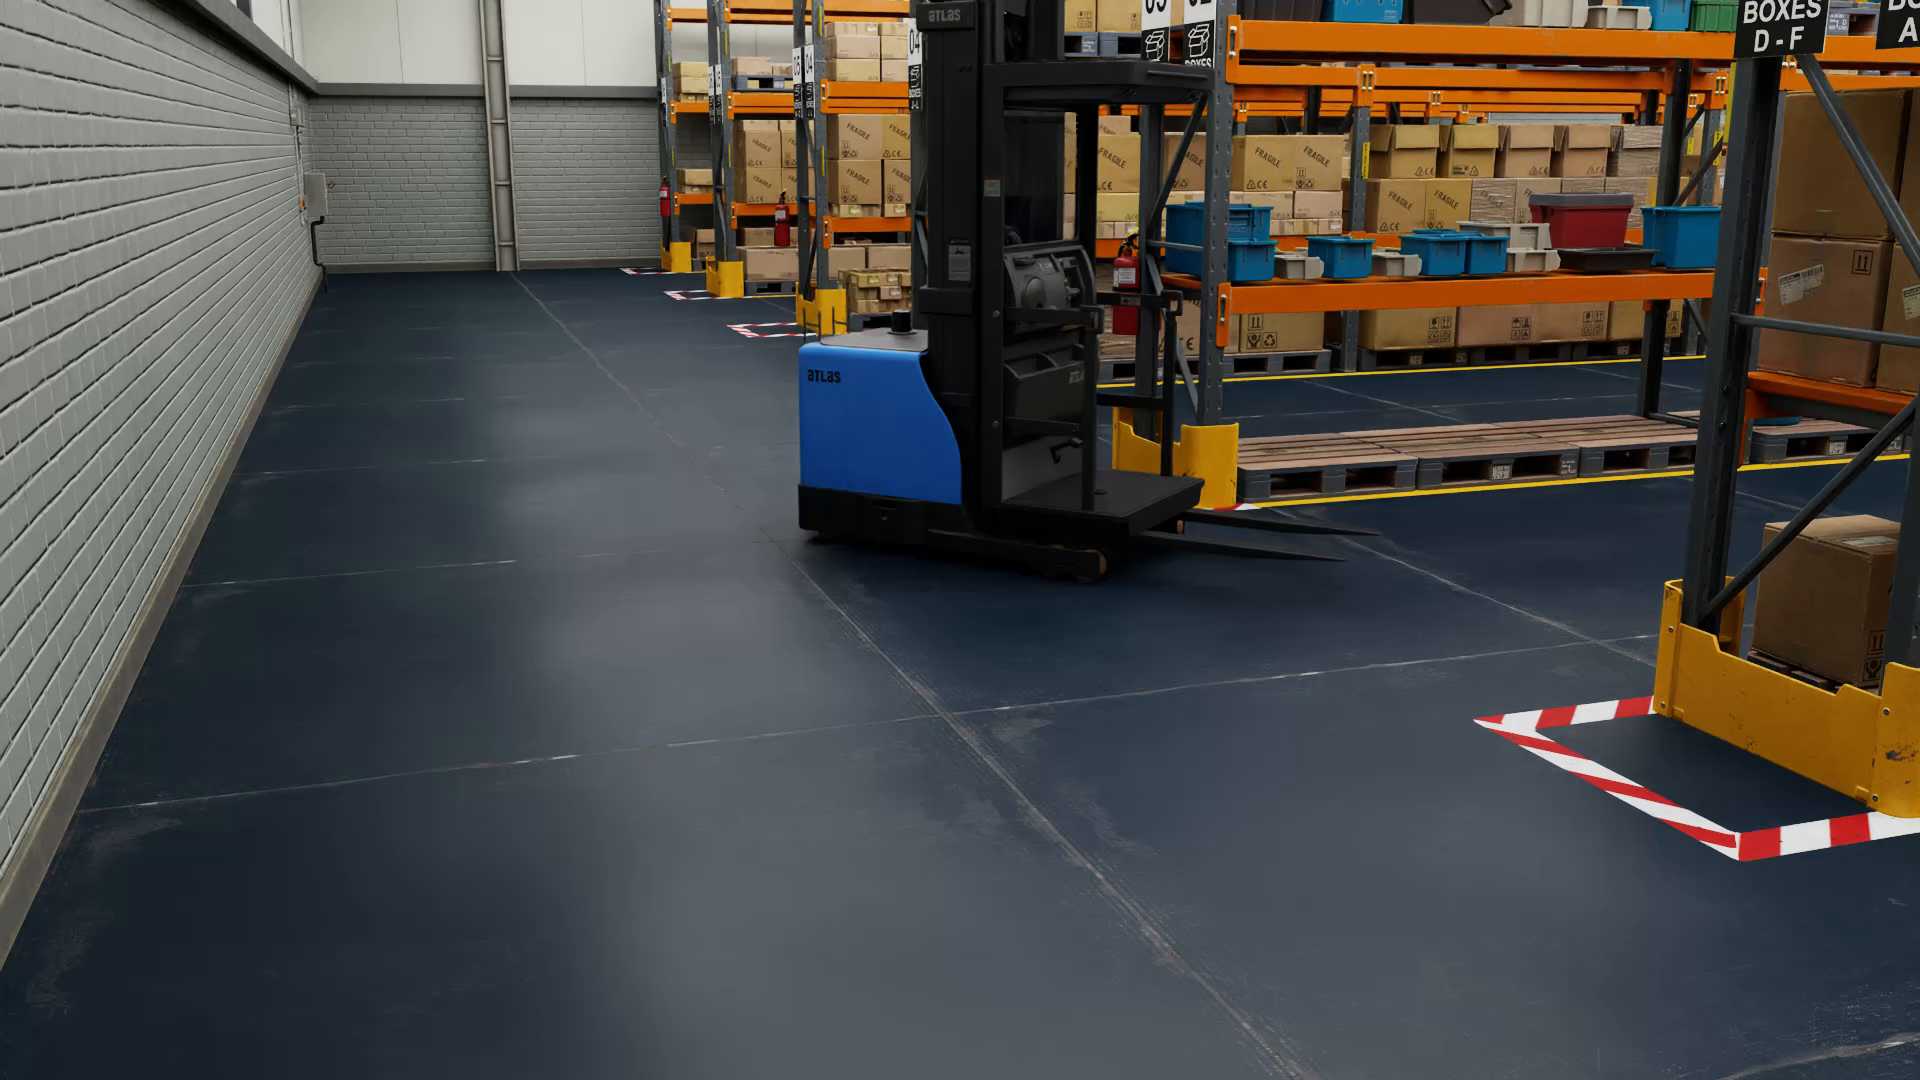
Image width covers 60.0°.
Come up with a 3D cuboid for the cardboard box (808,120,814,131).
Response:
[{"bbox_3d":[-2.216,-5.907,23.714,0.250,0.149,0.380,-5,14,-20],"label":"cardboard box"}]

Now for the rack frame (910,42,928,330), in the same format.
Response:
[{"bbox_3d":[-0.233,-2.865,14.704,0.127,3.000,1.000,-4,14,-18],"label":"rack frame"}]

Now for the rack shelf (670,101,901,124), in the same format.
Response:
[{"bbox_3d":[-3.084,-7.383,28.774,4.000,0.370,1.077,-4,14,-18],"label":"rack shelf"}]

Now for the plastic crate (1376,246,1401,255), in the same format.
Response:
[{"bbox_3d":[2.872,-1.849,10.875,0.250,0.136,0.298,-4,14,-18],"label":"plastic crate"}]

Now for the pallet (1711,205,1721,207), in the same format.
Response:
[{"bbox_3d":[7.991,-3.438,17.528,1.003,0.211,1.213,-4,14,-18],"label":"pallet"}]

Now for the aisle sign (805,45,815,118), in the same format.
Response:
[{"bbox_3d":[-1.692,-5.153,18.709,0.004,0.787,0.394,-4,14,-18],"label":"aisle sign"}]

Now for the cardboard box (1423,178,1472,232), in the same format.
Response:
[{"bbox_3d":[4.550,-3.225,16.003,0.500,0.500,0.500,-4,14,-18],"label":"cardboard box"}]

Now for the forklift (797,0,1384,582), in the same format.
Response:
[{"bbox_3d":[0.648,-1.355,8.505,3.031,2.935,1.130,8,15,29],"label":"forklift"}]

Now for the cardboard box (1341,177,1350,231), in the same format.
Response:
[{"bbox_3d":[3.915,-3.303,16.331,0.500,0.500,0.500,-4,14,-18],"label":"cardboard box"}]

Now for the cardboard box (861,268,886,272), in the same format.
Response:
[{"bbox_3d":[-1.041,-3.167,19.944,0.250,0.149,0.380,-4,14,-17],"label":"cardboard box"}]

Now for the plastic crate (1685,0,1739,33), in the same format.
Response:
[{"bbox_3d":[4.833,-3.332,10.646,0.662,0.188,0.450,-4,14,-18],"label":"plastic crate"}]

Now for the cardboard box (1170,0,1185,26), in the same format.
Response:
[{"bbox_3d":[1.784,-4.804,15.034,0.500,0.500,0.700,-4,14,-16],"label":"cardboard box"}]

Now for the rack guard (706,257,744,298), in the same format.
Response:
[{"bbox_3d":[-3.416,-3.820,24.123,0.348,0.500,1.175,-4,14,-18],"label":"rack guard"}]

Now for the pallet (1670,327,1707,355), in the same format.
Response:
[{"bbox_3d":[8.091,-2.156,17.750,1.213,0.211,1.003,-4,14,-18],"label":"pallet"}]

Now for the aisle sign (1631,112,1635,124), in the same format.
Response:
[{"bbox_3d":[11.731,-7.556,28.810,0.004,0.787,0.394,-4,14,-18],"label":"aisle sign"}]

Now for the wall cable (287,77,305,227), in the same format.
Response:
[{"bbox_3d":[-8.730,-5.126,21.949,0.123,1.953,0.585,-4,14,-18],"label":"wall cable"}]

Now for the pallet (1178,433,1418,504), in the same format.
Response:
[{"bbox_3d":[2.141,-0.474,10.680,1.213,0.211,1.003,-4,14,-18],"label":"pallet"}]

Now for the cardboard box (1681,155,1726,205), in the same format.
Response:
[{"bbox_3d":[7.849,-3.757,17.331,0.500,0.500,0.500,-6,15,-25],"label":"cardboard box"}]

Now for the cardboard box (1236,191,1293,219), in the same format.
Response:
[{"bbox_3d":[2.734,-3.103,15.386,0.500,0.250,0.500,-4,14,-16],"label":"cardboard box"}]

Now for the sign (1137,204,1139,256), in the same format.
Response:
[{"bbox_3d":[1.156,-1.977,10.620,0.005,0.325,0.100,-4,14,-18],"label":"sign"}]

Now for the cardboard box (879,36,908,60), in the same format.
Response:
[{"bbox_3d":[-0.725,-5.604,18.981,0.500,0.250,0.500,-5,14,-19],"label":"cardboard box"}]

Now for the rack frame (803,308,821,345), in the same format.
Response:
[{"bbox_3d":[-0.841,-0.721,9.580,0.006,1.200,0.240,-7,15,-28],"label":"rack frame"}]

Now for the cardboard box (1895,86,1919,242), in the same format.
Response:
[{"bbox_3d":[3.428,-1.202,5.336,0.500,0.500,0.500,-4,14,-16],"label":"cardboard box"}]

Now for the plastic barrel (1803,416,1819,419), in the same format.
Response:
[{"bbox_3d":[6.330,-1.346,11.945,0.708,0.901,0.600,-4,14,-18],"label":"plastic barrel"}]

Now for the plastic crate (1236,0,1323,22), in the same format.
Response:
[{"bbox_3d":[1.801,-3.141,9.668,0.590,0.269,0.497,-4,14,-18],"label":"plastic crate"}]

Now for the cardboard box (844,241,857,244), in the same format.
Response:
[{"bbox_3d":[-1.962,-5.164,29.372,0.258,0.266,0.396,-4,14,-16],"label":"cardboard box"}]

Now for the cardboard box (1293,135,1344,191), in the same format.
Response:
[{"bbox_3d":[3.208,-3.504,15.452,0.500,0.500,0.500,-4,14,-16],"label":"cardboard box"}]

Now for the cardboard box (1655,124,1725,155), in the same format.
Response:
[{"bbox_3d":[10.015,-5.464,22.973,0.550,0.550,0.875,-4,14,-18],"label":"cardboard box"}]

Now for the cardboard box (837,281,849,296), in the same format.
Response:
[{"bbox_3d":[-1.310,-3.024,19.983,0.250,0.149,0.380,-5,14,-20],"label":"cardboard box"}]

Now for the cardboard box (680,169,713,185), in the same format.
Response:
[{"bbox_3d":[-4.464,-6.173,28.292,0.500,0.250,0.500,-4,14,-18],"label":"cardboard box"}]

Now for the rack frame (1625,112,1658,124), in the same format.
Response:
[{"bbox_3d":[11.771,-6.219,28.806,0.127,3.000,1.000,-4,14,-18],"label":"rack frame"}]

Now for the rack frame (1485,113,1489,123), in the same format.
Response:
[{"bbox_3d":[10.184,-7.307,33.382,0.127,3.000,1.000,-4,14,-18],"label":"rack frame"}]

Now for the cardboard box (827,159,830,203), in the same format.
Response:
[{"bbox_3d":[-1.375,-4.243,19.640,0.500,0.500,0.500,-4,14,-17],"label":"cardboard box"}]

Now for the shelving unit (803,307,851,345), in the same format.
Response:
[{"bbox_3d":[-0.760,-0.731,9.623,0.189,1.200,0.258,-7,15,-28],"label":"shelving unit"}]

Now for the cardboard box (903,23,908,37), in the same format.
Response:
[{"bbox_3d":[-0.581,-5.794,18.920,0.250,0.149,0.380,-4,14,-17],"label":"cardboard box"}]

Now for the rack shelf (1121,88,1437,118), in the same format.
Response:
[{"bbox_3d":[3.968,-5.512,20.907,4.000,0.370,1.077,-4,14,-18],"label":"rack shelf"}]

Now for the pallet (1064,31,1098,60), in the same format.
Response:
[{"bbox_3d":[0.467,-4.338,14.607,1.213,0.211,1.003,-4,14,-18],"label":"pallet"}]

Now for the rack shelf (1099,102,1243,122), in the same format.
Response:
[{"bbox_3d":[2.293,-6.590,25.439,4.000,0.370,1.077,-4,14,-18],"label":"rack shelf"}]

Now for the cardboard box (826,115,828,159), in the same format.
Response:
[{"bbox_3d":[-1.364,-4.728,19.518,0.500,0.500,0.500,-5,14,-19],"label":"cardboard box"}]

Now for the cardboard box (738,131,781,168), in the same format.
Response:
[{"bbox_3d":[-2.848,-5.546,23.601,0.500,0.500,0.500,-5,14,-19],"label":"cardboard box"}]

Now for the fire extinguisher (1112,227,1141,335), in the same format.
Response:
[{"bbox_3d":[1.059,-1.648,10.562,0.183,0.674,0.296,-4,14,-18],"label":"fire extinguisher"}]

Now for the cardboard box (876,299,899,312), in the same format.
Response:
[{"bbox_3d":[-0.898,-2.783,19.614,0.250,0.149,0.380,-5,14,-18],"label":"cardboard box"}]

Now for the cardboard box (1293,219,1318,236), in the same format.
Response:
[{"bbox_3d":[3.130,-2.924,15.497,0.250,0.149,0.380,-4,14,-17],"label":"cardboard box"}]

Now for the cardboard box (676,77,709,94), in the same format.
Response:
[{"bbox_3d":[-4.472,-7.630,27.939,0.500,0.250,0.500,-5,14,-19],"label":"cardboard box"}]

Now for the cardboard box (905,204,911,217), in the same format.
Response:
[{"bbox_3d":[-0.605,-3.875,19.494,0.250,0.149,0.380,-4,14,-15],"label":"cardboard box"}]

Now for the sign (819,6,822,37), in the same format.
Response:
[{"bbox_3d":[-1.546,-5.725,18.360,0.005,0.325,0.100,-4,14,-18],"label":"sign"}]

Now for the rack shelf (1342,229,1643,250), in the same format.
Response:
[{"bbox_3d":[5.454,-2.958,16.649,4.000,0.370,1.077,-4,14,-18],"label":"rack shelf"}]

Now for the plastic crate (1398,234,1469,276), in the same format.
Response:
[{"bbox_3d":[2.934,-1.769,10.331,0.300,0.233,0.416,-4,14,-18],"label":"plastic crate"}]

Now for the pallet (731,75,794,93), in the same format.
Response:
[{"bbox_3d":[-2.694,-6.511,23.745,1.213,0.211,1.003,-4,14,-18],"label":"pallet"}]

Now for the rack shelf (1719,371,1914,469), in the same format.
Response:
[{"bbox_3d":[4.819,-0.489,6.273,4.000,0.370,1.077,-4,14,-18],"label":"rack shelf"}]

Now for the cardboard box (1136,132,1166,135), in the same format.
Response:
[{"bbox_3d":[2.826,-5.993,25.480,0.500,0.500,0.500,-4,14,-18],"label":"cardboard box"}]

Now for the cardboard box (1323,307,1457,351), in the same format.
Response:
[{"bbox_3d":[4.159,-2.382,16.359,0.875,0.875,1.225,-4,14,-18],"label":"cardboard box"}]
